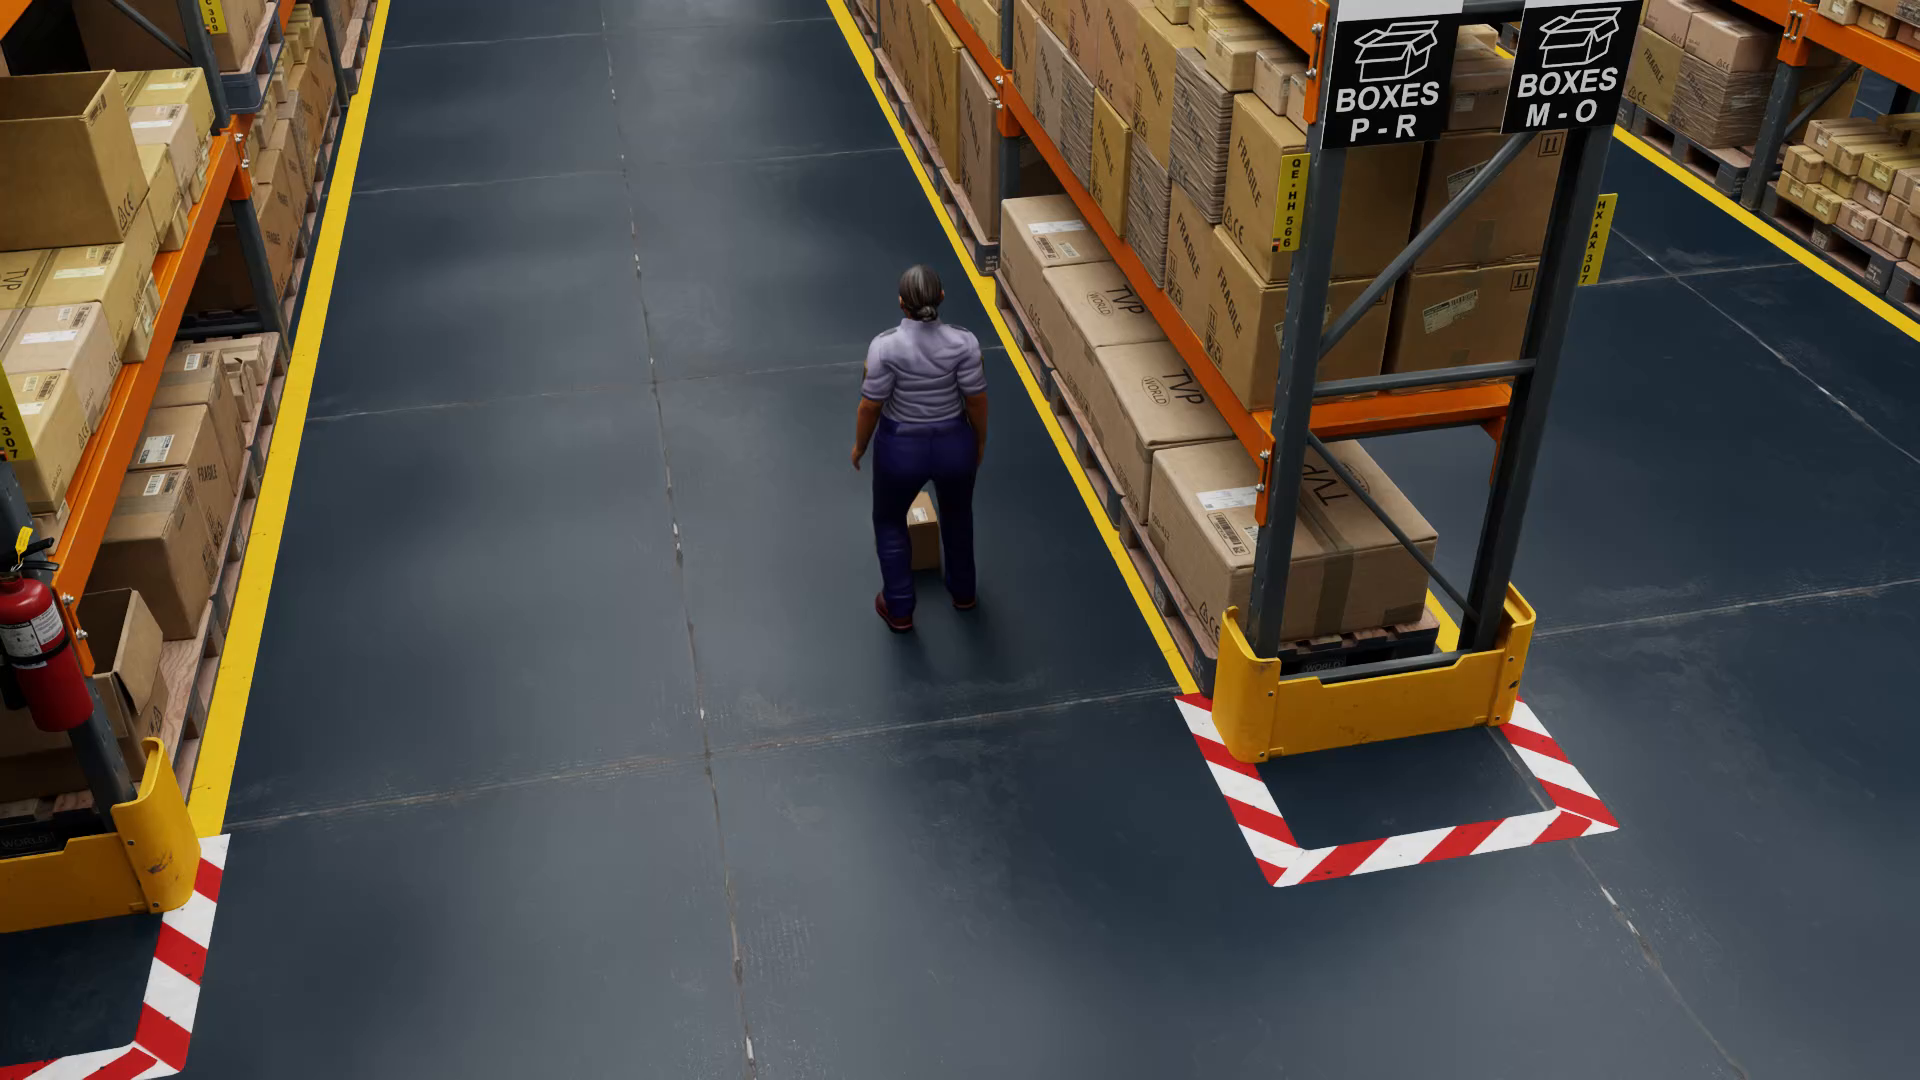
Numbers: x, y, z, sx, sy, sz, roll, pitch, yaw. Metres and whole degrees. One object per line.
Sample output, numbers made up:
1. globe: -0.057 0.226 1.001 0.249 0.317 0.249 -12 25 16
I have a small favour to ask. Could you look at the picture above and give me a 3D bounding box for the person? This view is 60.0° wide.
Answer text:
1. person: -0.168 -0.379 6.731 0.538 1.636 0.437 -7 35 -9
